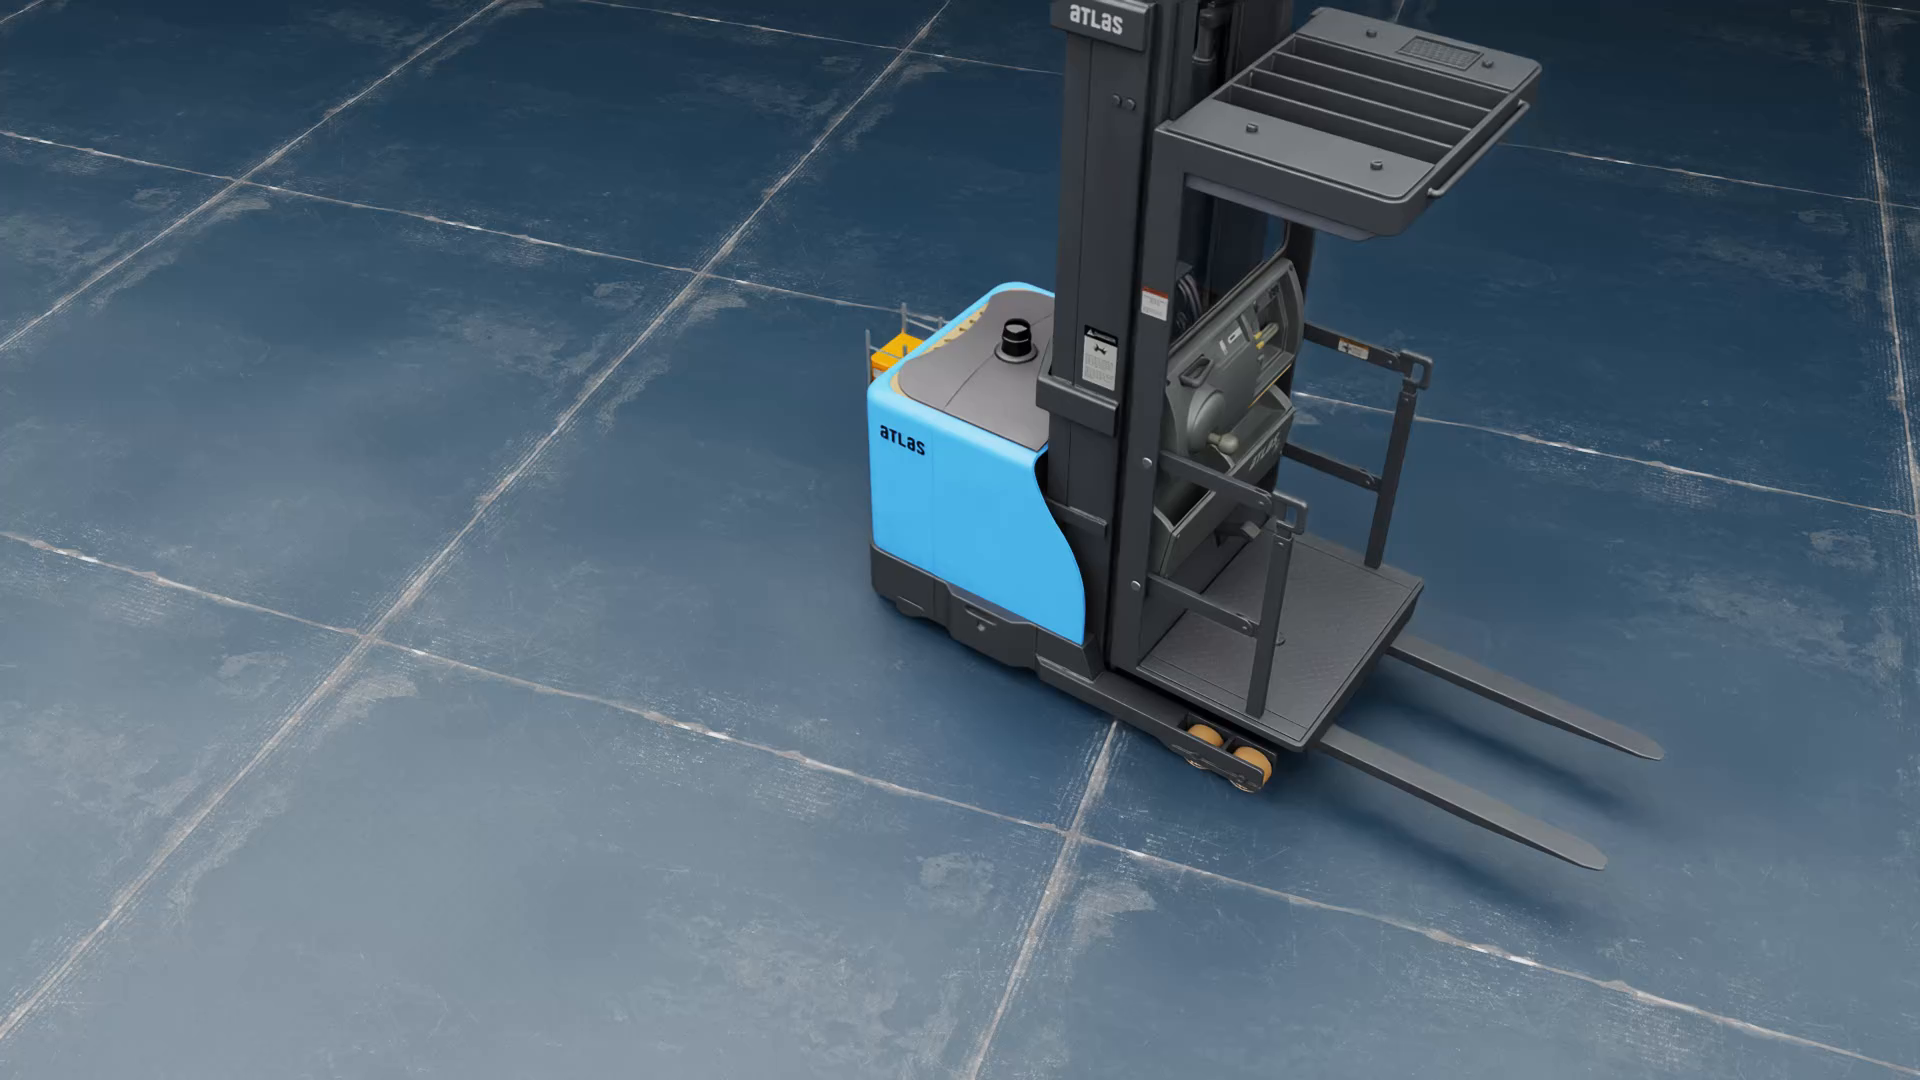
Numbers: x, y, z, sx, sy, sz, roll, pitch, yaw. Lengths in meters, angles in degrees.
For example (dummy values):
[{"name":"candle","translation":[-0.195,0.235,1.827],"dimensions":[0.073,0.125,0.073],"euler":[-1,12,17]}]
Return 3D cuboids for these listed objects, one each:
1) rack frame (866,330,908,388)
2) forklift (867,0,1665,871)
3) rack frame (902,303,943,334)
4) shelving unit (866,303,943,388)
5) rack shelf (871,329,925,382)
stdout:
[{"name":"rack frame","translation":[-0.291,-0.398,6.908],"dimensions":[0.200,1.050,0.008],"euler":[24,46,26]},{"name":"forklift","translation":[1.126,-0.578,5.670],"dimensions":[3.031,2.935,1.130],"euler":[25,46,26]},{"name":"rack frame","translation":[-0.152,-0.529,7.061],"dimensions":[0.200,1.050,0.008],"euler":[24,46,26]},{"name":"shelving unit","translation":[-0.222,-0.464,6.984],"dimensions":[0.215,1.050,0.252],"euler":[24,46,26]},{"name":"rack shelf","translation":[-0.222,-0.671,6.807],"dimensions":[0.215,0.259,0.240],"euler":[24,46,26]}]
